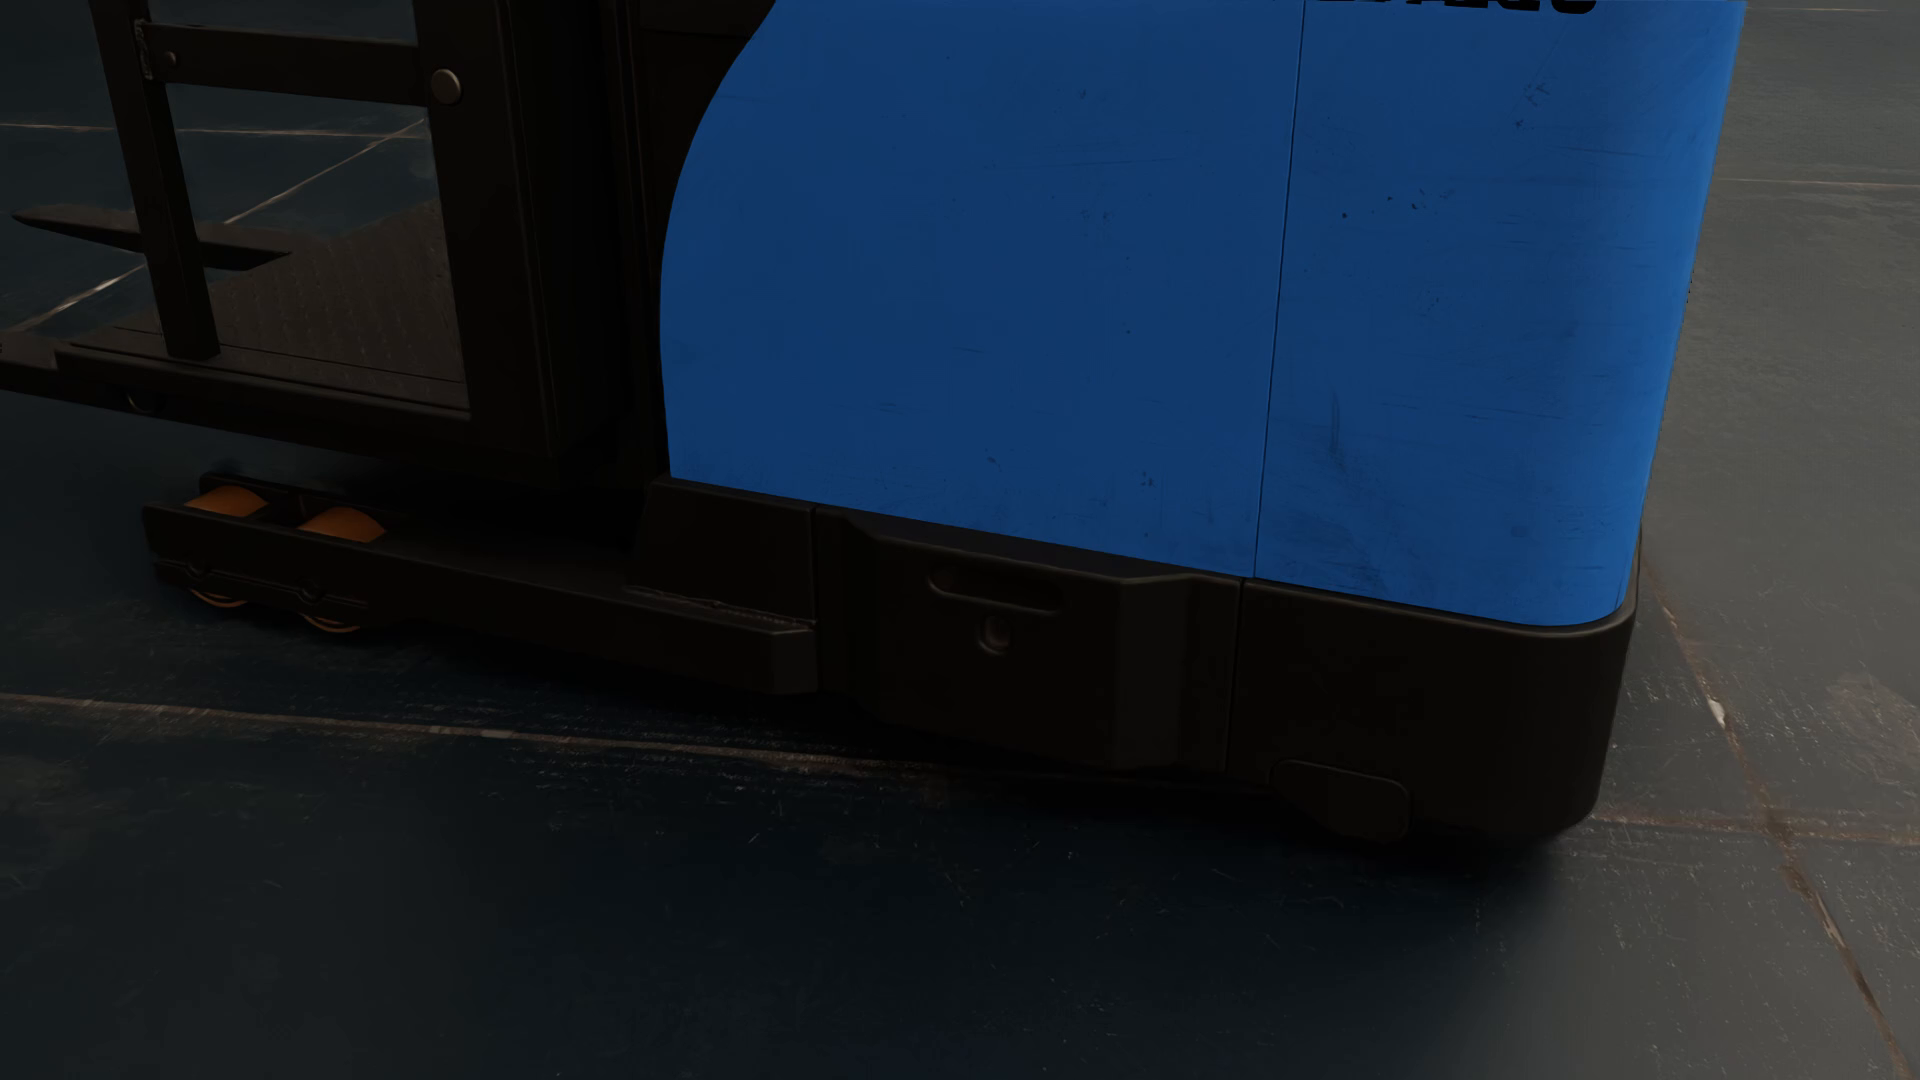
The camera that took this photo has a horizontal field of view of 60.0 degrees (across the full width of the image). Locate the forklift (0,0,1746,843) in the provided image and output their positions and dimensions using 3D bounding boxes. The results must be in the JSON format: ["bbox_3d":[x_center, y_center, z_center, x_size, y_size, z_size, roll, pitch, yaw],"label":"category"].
[{"bbox_3d":[-0.573,-1.392,2.008,3.031,2.935,1.130,10,28,19],"label":"forklift"}]
